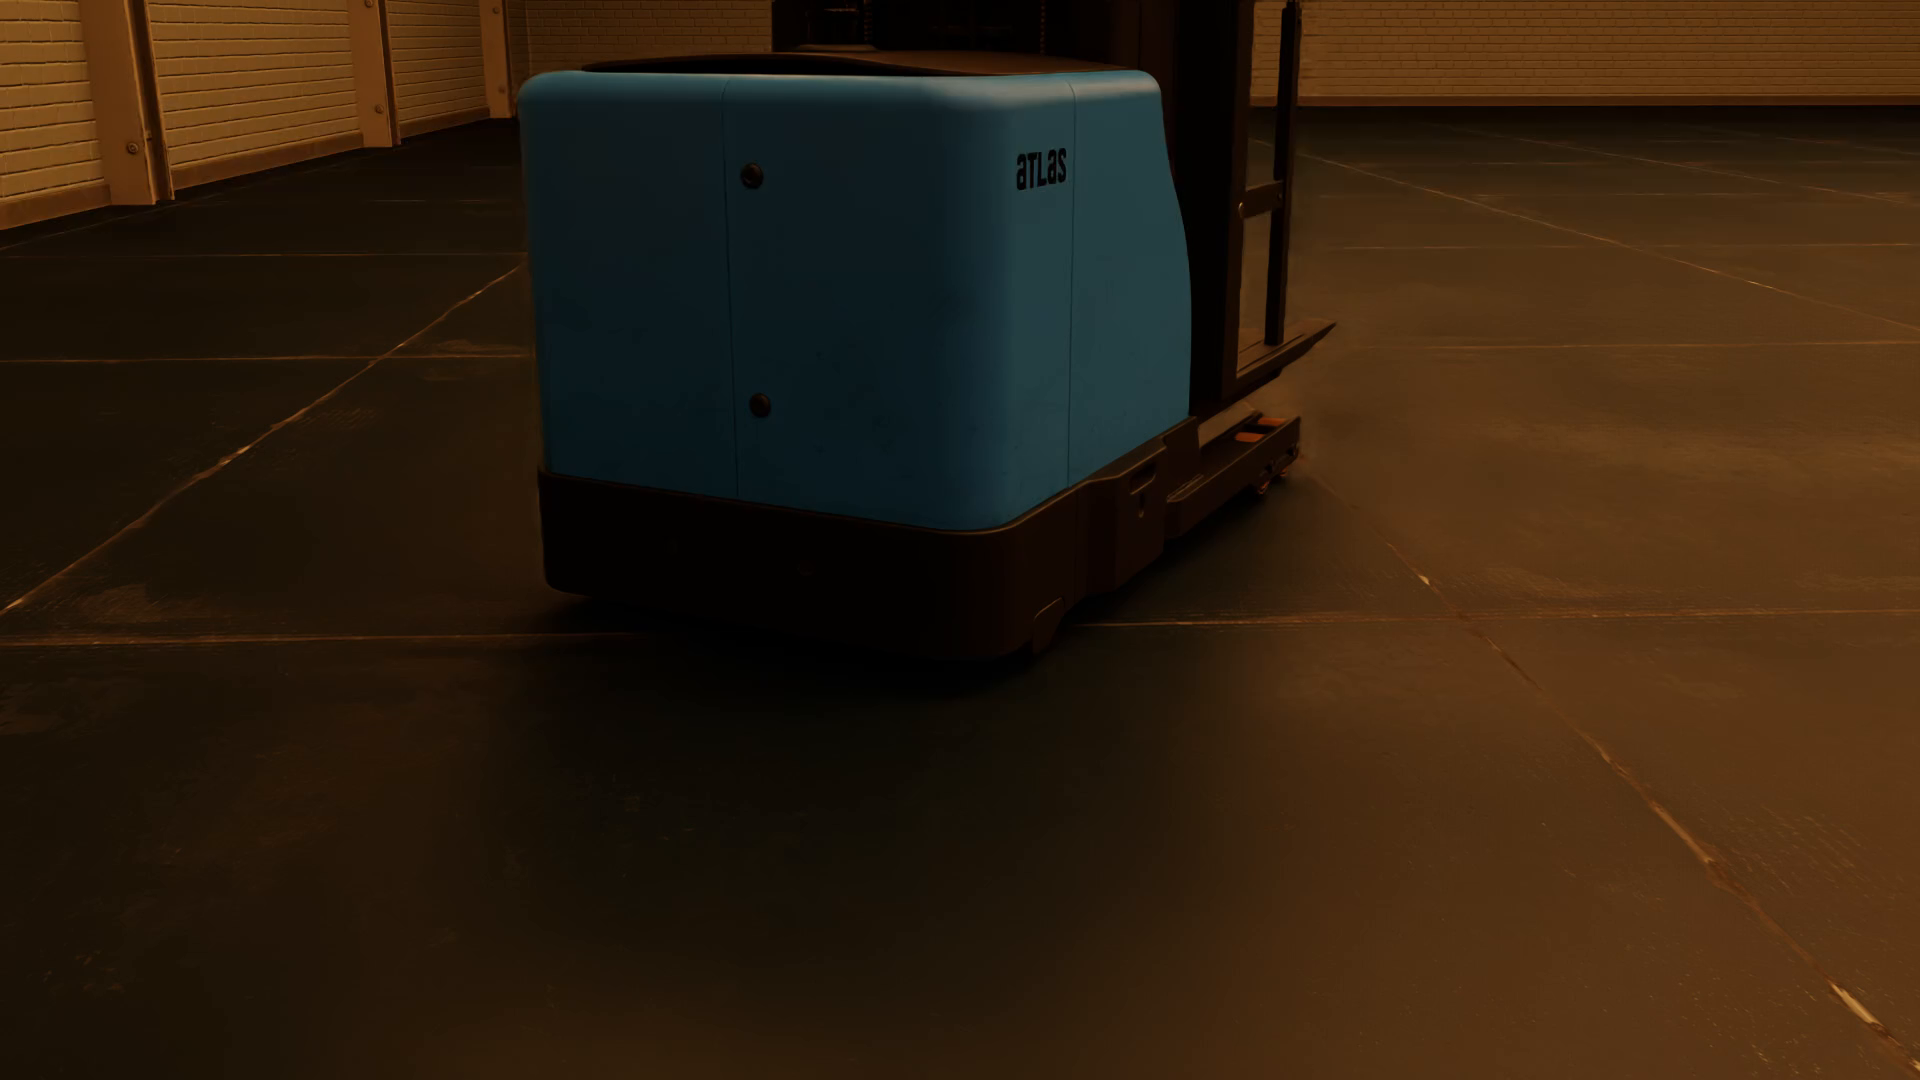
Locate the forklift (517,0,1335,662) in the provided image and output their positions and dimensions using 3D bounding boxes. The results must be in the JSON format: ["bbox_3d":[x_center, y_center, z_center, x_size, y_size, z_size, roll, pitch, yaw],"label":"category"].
[{"bbox_3d":[0.265,-1.568,4.034,1.130,2.935,3.031,8,19,26],"label":"forklift"}]
